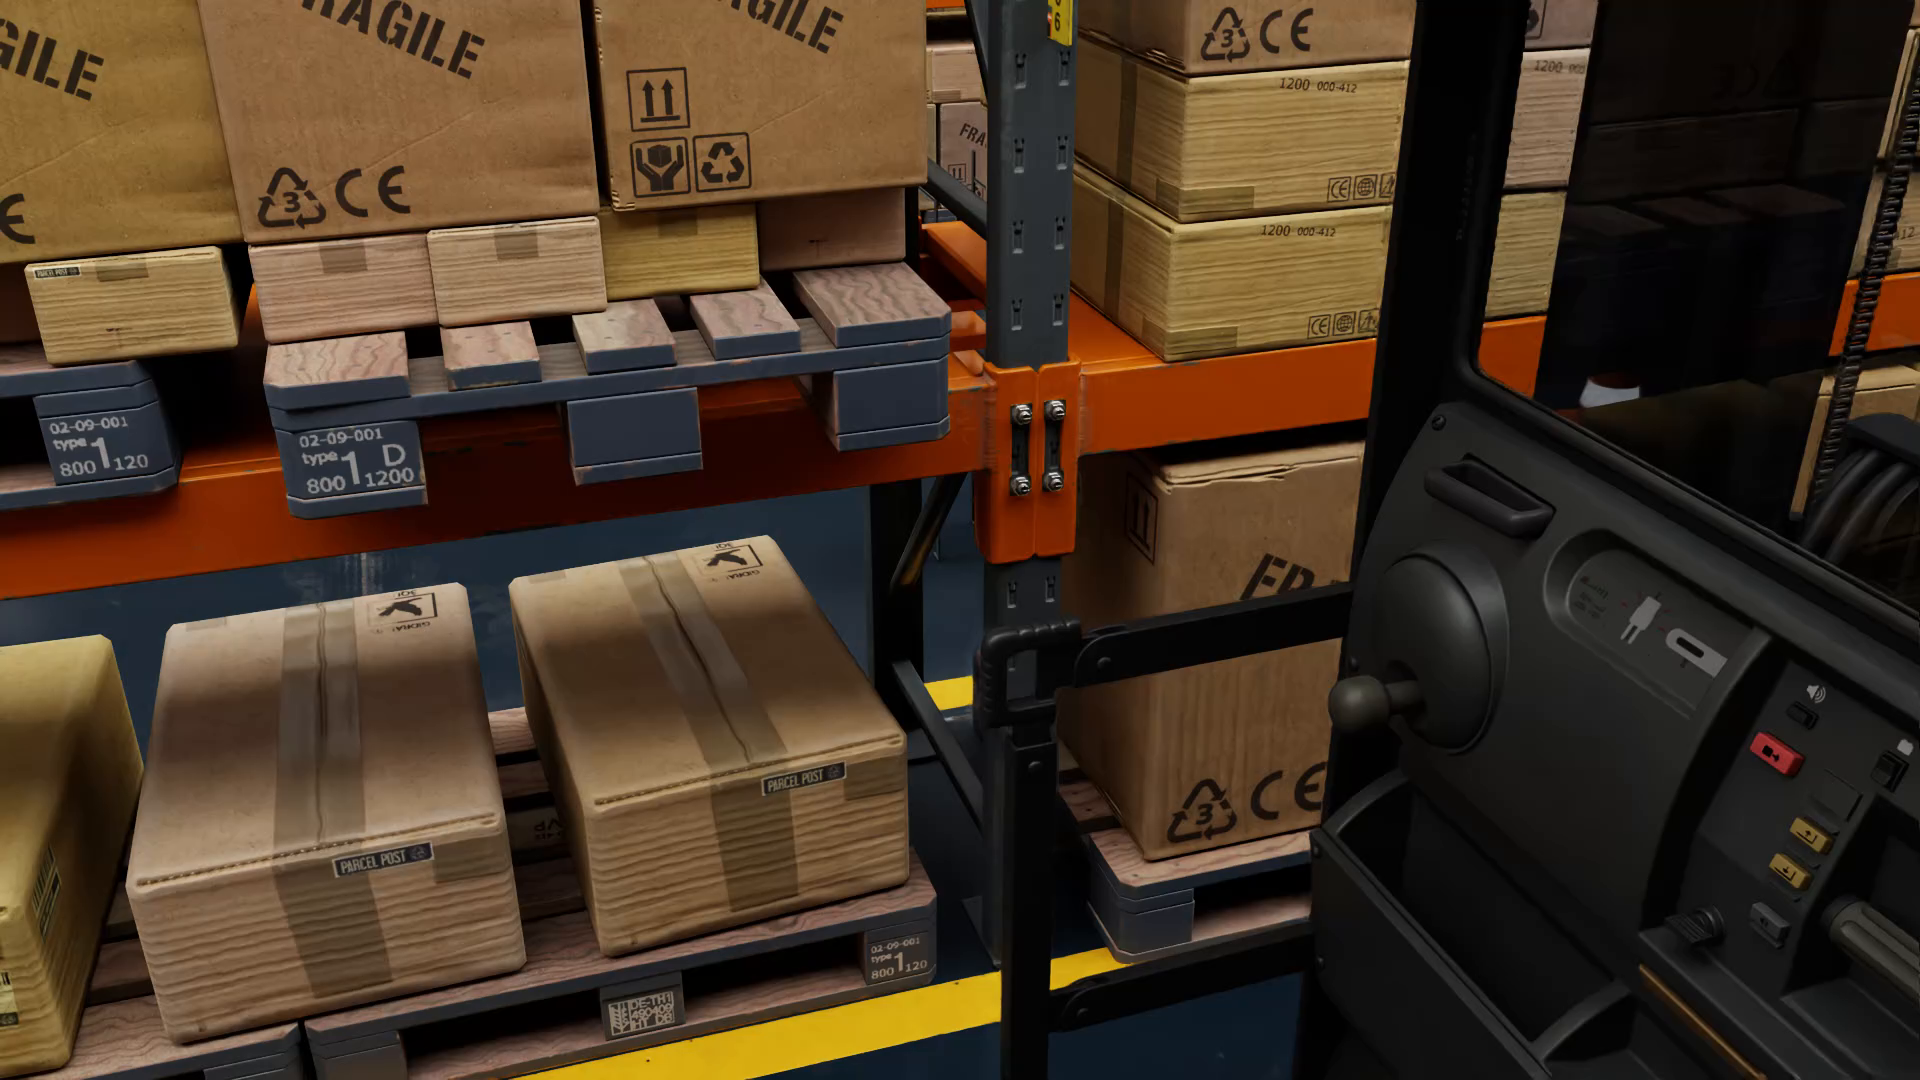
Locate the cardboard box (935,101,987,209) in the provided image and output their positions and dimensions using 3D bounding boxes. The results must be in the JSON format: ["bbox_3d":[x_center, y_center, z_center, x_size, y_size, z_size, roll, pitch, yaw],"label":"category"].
[{"bbox_3d":[0.063,-1.951,8.144,0.500,0.500,0.500,-9,28,-17],"label":"cardboard box"}]

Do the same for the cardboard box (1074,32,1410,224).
[{"bbox_3d":[0.535,-0.792,3.079,0.500,0.250,0.500,-8,28,-16],"label":"cardboard box"}]

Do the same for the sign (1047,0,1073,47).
[{"bbox_3d":[0.154,-0.925,2.527,0.005,0.325,0.100,-8,28,-16],"label":"sign"}]

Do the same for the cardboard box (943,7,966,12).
[{"bbox_3d":[0.109,-4.551,12.961,0.875,0.875,1.225,-8,28,-16],"label":"cardboard box"}]

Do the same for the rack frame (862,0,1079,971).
[{"bbox_3d":[-0.023,-0.670,3.227,0.127,3.000,1.000,-8,28,-16],"label":"rack frame"}]

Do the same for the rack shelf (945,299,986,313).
[{"bbox_3d":[-0.014,-0.711,4.892,0.180,0.103,0.258,-8,28,-16],"label":"rack shelf"}]

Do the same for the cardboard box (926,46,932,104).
[{"bbox_3d":[-0.439,-2.216,7.836,0.500,0.250,0.500,-9,28,-17],"label":"cardboard box"}]

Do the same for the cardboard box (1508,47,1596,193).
[{"bbox_3d":[1.027,-0.863,3.221,0.500,0.250,0.500,-8,27,-15],"label":"cardboard box"}]

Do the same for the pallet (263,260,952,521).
[{"bbox_3d":[-0.668,-0.441,2.981,1.003,0.211,1.213,-8,28,-16],"label":"pallet"}]

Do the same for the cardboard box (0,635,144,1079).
[{"bbox_3d":[-1.985,0.599,3.152,0.625,0.372,0.950,-7,27,-14],"label":"cardboard box"}]

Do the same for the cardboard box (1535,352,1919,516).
[{"bbox_3d":[1.509,-0.088,3.970,0.875,0.875,0.875,-8,27,-15],"label":"cardboard box"}]

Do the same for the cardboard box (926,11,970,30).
[{"bbox_3d":[-0.118,-2.496,8.400,0.500,0.250,0.500,-8,27,-15],"label":"cardboard box"}]

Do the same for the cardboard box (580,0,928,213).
[{"bbox_3d":[-0.369,-0.856,2.682,0.500,0.500,0.500,-9,28,-18],"label":"cardboard box"}]

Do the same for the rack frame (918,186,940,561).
[{"bbox_3d":[-0.101,-0.523,4.954,0.006,1.200,0.240,-8,28,-16],"label":"rack frame"}]

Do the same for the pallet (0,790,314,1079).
[{"bbox_3d":[-1.925,0.852,3.296,1.213,0.211,1.003,-8,28,-16],"label":"pallet"}]

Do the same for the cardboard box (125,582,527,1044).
[{"bbox_3d":[-1.263,0.497,3.358,0.625,0.372,0.950,-9,28,-17],"label":"cardboard box"}]

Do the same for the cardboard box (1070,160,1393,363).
[{"bbox_3d":[0.520,-0.564,3.181,0.500,0.250,0.500,-9,28,-17],"label":"cardboard box"}]

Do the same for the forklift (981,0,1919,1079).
[{"bbox_3d":[0.503,0.175,1.601,3.031,2.935,1.130,-9,28,-18],"label":"forklift"}]

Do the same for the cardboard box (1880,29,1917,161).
[{"bbox_3d":[1.505,-0.926,3.349,0.500,0.250,0.500,-8,28,-16],"label":"cardboard box"}]

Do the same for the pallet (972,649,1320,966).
[{"bbox_3d":[0.750,0.502,4.001,1.213,0.211,1.003,-8,28,-16],"label":"pallet"}]

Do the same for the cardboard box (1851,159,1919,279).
[{"bbox_3d":[1.972,-0.781,3.619,0.500,0.250,0.500,-8,28,-16],"label":"cardboard box"}]

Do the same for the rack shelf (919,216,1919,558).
[{"bbox_3d":[1.879,-0.623,3.941,4.000,0.370,1.077,-8,28,-16],"label":"rack shelf"}]

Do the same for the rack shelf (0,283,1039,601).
[{"bbox_3d":[-1.925,-0.073,2.832,4.000,0.370,1.077,-8,28,-16],"label":"rack shelf"}]

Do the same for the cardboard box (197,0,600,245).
[{"bbox_3d":[-0.857,-0.780,2.529,0.500,0.500,0.500,-9,28,-17],"label":"cardboard box"}]

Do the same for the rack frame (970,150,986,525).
[{"bbox_3d":[0.073,-0.548,5.005,0.006,1.200,0.240,-8,28,-16],"label":"rack frame"}]

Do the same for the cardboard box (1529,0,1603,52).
[{"bbox_3d":[0.990,-1.200,3.056,0.500,0.500,0.500,-8,28,-16],"label":"cardboard box"}]

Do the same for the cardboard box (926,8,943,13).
[{"bbox_3d":[-0.740,-4.427,12.712,0.875,0.875,1.225,-9,28,-18],"label":"cardboard box"}]

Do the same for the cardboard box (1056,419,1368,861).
[{"bbox_3d":[0.659,0.033,3.726,0.875,0.875,0.875,-8,28,-17],"label":"cardboard box"}]

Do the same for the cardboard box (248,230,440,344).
[{"bbox_3d":[-0.962,-0.449,2.591,0.250,0.149,0.380,-10,28,-19],"label":"cardboard box"}]

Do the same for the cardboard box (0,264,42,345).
[{"bbox_3d":[-1.497,-0.424,2.540,0.250,0.149,0.380,-8,28,-16],"label":"cardboard box"}]

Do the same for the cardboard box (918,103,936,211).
[{"bbox_3d":[-0.423,-1.878,7.998,0.500,0.500,0.500,-8,27,-15],"label":"cardboard box"}]

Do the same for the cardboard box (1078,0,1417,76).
[{"bbox_3d":[0.522,-1.127,2.911,0.500,0.500,0.500,-9,28,-18],"label":"cardboard box"}]

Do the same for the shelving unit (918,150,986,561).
[{"bbox_3d":[-0.014,-0.535,4.979,0.189,1.200,0.258,-8,28,-16],"label":"shelving unit"}]

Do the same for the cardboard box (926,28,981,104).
[{"bbox_3d":[0.035,-2.279,7.962,0.500,0.250,0.500,-8,28,-16],"label":"cardboard box"}]

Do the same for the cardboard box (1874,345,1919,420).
[{"bbox_3d":[2.359,-0.211,4.218,0.875,0.875,0.875,-7,27,-15],"label":"cardboard box"}]

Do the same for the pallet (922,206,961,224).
[{"bbox_3d":[0.249,-1.774,8.585,1.213,0.211,1.003,-8,28,-16],"label":"pallet"}]

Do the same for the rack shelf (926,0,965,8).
[{"bbox_3d":[0.250,-2.702,8.129,4.000,0.370,1.077,-8,28,-16],"label":"rack shelf"}]

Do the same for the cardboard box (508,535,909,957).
[{"bbox_3d":[-0.563,0.392,3.569,0.625,0.372,0.950,-10,28,-20],"label":"cardboard box"}]

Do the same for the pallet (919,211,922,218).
[{"bbox_3d":[-0.909,-1.607,8.250,1.213,0.211,1.003,-8,28,-16],"label":"pallet"}]

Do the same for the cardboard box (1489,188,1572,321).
[{"bbox_3d":[1.003,-0.642,3.339,0.500,0.250,0.500,-9,28,-18],"label":"cardboard box"}]

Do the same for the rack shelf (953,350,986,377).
[{"bbox_3d":[-0.014,-0.496,4.999,0.180,0.103,0.258,-8,28,-16],"label":"rack shelf"}]

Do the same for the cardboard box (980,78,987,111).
[{"bbox_3d":[0.359,-1.001,3.500,0.500,0.250,0.500,-8,28,-16],"label":"cardboard box"}]

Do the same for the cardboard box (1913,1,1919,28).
[{"bbox_3d":[1.968,-1.332,3.324,0.500,0.500,0.500,-8,27,-15],"label":"cardboard box"}]

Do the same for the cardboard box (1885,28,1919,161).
[{"bbox_3d":[1.991,-0.991,3.479,0.500,0.250,0.500,-8,27,-15],"label":"cardboard box"}]

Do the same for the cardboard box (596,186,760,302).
[{"bbox_3d":[-0.494,-0.534,2.762,0.250,0.149,0.380,-8,27,-15],"label":"cardboard box"}]

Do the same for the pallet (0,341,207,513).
[{"bbox_3d":[-1.893,-0.294,2.685,1.213,0.211,1.003,-8,28,-16],"label":"pallet"}]

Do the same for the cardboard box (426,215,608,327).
[{"bbox_3d":[-0.720,-0.480,2.654,0.250,0.149,0.380,-8,28,-17],"label":"cardboard box"}]

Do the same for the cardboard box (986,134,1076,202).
[{"bbox_3d":[0.377,-0.782,3.621,0.500,0.250,0.500,-9,28,-18],"label":"cardboard box"}]

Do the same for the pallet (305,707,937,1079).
[{"bbox_3d":[-0.767,0.686,3.631,1.213,0.211,1.003,-8,28,-16],"label":"pallet"}]

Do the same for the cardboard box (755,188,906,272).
[{"bbox_3d":[-0.262,-0.601,2.898,0.250,0.149,0.380,-7,27,-14],"label":"cardboard box"}]

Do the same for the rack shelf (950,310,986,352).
[{"bbox_3d":[-0.014,-0.603,4.946,0.180,0.103,0.258,-8,28,-16],"label":"rack shelf"}]

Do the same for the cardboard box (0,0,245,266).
[{"bbox_3d":[-1.337,-0.710,2.388,0.500,0.500,0.500,-10,28,-20],"label":"cardboard box"}]

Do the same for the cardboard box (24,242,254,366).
[{"bbox_3d":[-1.219,-0.405,2.502,0.250,0.149,0.380,-8,27,-15],"label":"cardboard box"}]
